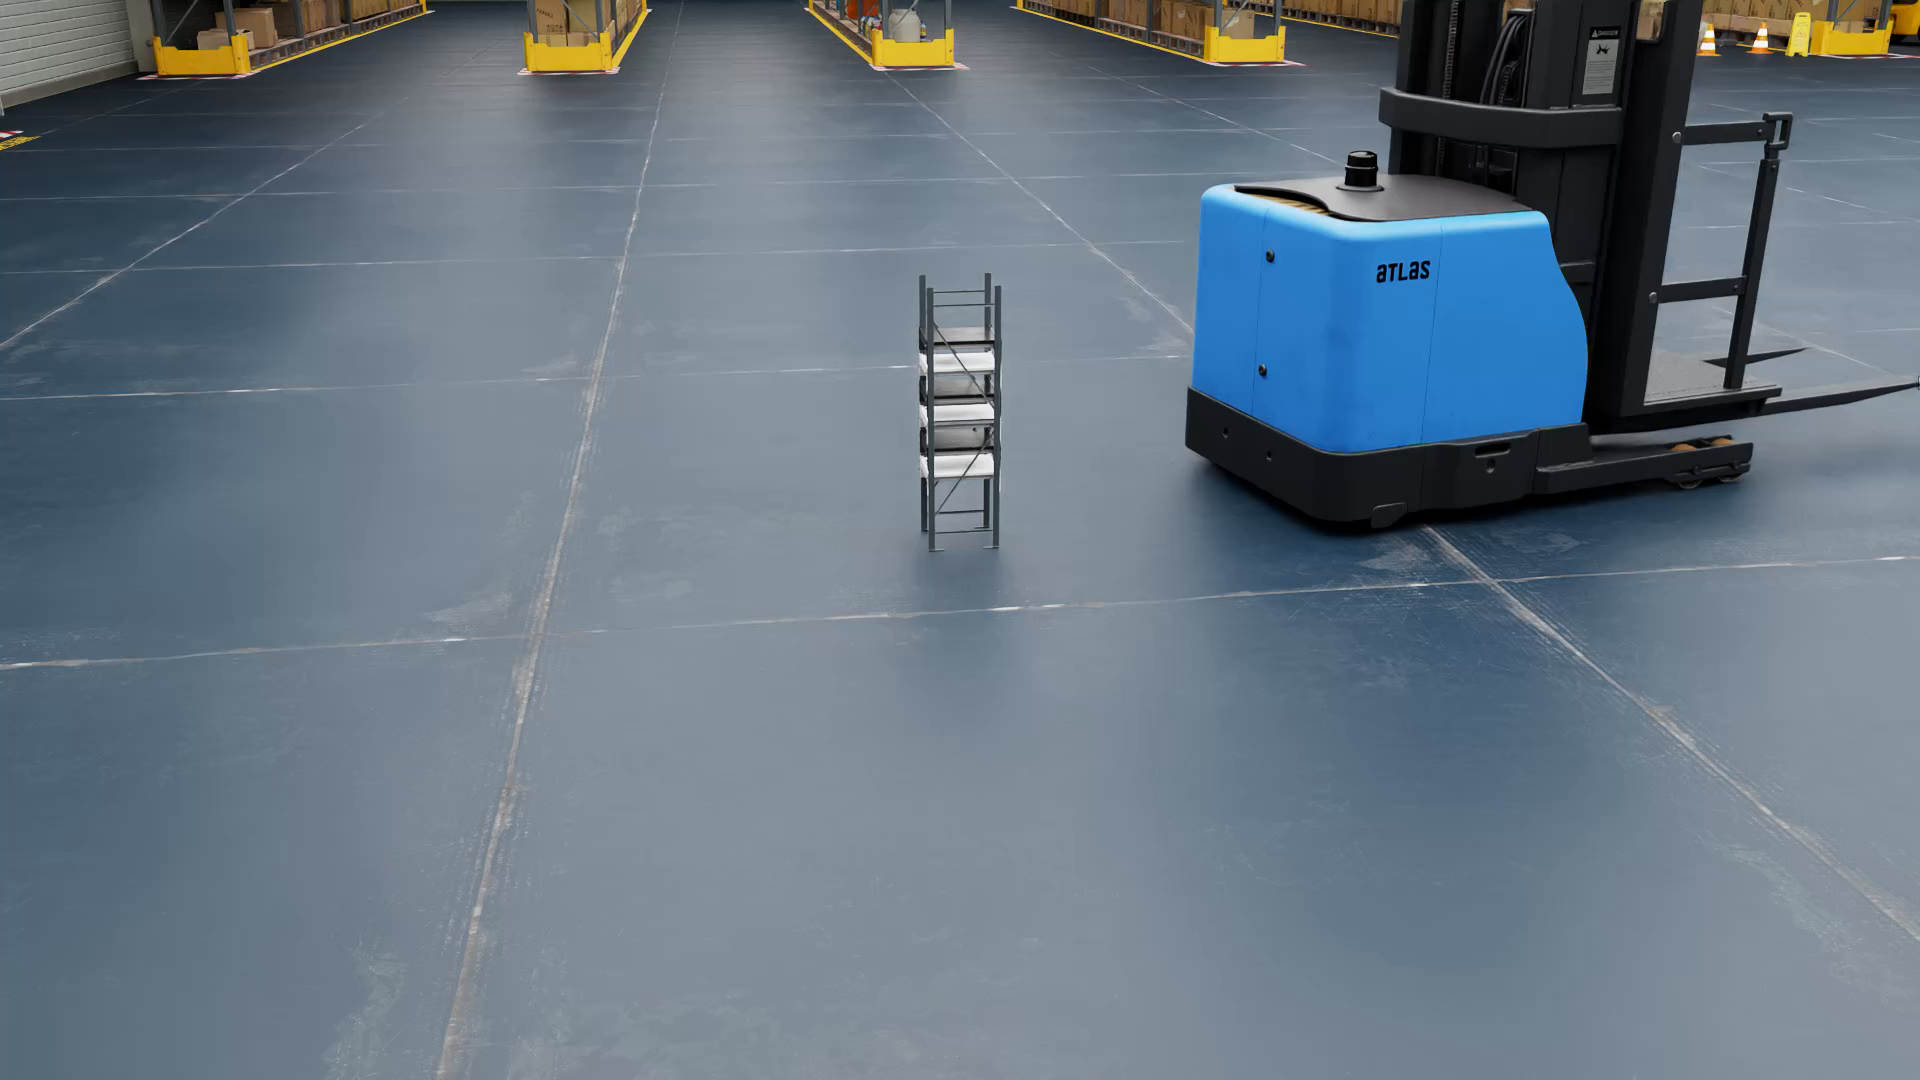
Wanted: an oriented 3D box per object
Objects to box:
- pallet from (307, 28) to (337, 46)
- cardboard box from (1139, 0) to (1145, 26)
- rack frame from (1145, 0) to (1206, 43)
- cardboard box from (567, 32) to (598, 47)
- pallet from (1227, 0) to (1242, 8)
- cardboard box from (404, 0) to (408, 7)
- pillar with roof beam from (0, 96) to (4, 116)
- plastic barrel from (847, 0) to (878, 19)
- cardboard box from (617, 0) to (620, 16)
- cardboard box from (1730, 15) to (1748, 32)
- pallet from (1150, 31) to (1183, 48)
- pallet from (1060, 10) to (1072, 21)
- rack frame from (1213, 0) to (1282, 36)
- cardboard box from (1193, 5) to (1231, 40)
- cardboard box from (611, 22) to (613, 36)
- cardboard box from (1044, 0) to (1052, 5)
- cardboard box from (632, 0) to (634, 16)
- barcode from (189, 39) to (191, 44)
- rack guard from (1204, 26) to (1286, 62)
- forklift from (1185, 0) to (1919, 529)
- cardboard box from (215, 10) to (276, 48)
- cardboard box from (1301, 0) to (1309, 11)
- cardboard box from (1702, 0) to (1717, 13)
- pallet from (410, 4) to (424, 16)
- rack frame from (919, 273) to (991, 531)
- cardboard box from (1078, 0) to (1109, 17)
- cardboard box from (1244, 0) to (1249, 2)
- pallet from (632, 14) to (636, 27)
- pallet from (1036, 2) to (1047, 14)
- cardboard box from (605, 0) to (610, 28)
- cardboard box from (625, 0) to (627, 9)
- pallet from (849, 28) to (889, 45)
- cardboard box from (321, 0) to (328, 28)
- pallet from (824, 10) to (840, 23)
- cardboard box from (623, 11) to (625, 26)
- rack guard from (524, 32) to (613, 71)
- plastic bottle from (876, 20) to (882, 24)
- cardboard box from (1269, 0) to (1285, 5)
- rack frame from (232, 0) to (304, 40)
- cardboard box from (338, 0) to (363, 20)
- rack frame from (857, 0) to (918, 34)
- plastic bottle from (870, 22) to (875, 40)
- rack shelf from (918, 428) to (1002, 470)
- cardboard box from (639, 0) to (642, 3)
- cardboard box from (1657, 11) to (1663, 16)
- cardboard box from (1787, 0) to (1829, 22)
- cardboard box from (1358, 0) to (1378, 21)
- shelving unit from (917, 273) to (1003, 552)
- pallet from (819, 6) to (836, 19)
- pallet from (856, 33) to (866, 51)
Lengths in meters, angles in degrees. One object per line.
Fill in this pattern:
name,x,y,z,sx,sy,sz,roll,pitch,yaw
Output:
pallet,-11.302,-8.603,28.450,1.003,0.211,1.213,-3,21,-8
cardboard box,3.578,-9.381,29.491,0.700,0.500,0.500,-3,21,-8
rack frame,3.696,-9.966,28.113,1.000,3.000,0.127,-3,21,-8
cardboard box,-5.388,-7.189,24.006,0.500,0.250,0.500,-3,21,-8
pallet,6.982,-12.721,39.473,1.003,0.211,1.213,-3,21,-8
cardboard box,-12.394,-11.813,36.029,0.700,0.500,0.500,-4,21,-10
pillar with roof beam,-6.264,-8.981,16.900,9.100,9.000,0.400,-3,21,-8
plastic barrel,-1.870,-10.450,31.910,0.600,0.830,0.708,-3,21,-8
cardboard box,-5.988,-8.969,27.970,0.500,0.311,0.500,-3,21,-8
cardboard box,13.487,-8.789,28.291,0.500,0.250,0.500,-3,21,-8
pallet,3.827,-8.429,27.983,1.003,0.211,1.213,-3,21,-8
pallet,2.728,-11.167,35.312,1.003,0.211,1.213,-3,21,-8
rack frame,4.272,-8.582,24.405,1.000,3.000,0.127,-3,21,-8
cardboard box,4.007,-8.247,26.483,0.500,0.500,0.500,-1,21,-3
cardboard box,-5.762,-8.054,26.322,0.500,0.250,0.500,-3,21,-8
cardboard box,2.397,-12.482,37.285,0.875,0.875,0.875,-3,21,-8
cardboard box,-6.696,-10.595,32.741,0.500,0.500,0.500,-4,21,-10
barcode,-10.842,-7.013,23.407,0.001,0.075,0.075,-3,21,-8
rack guard,4.261,-7.437,24.913,1.175,0.500,0.348,-3,21,-8
forklift,2.448,-1.726,6.147,3.031,2.935,1.130,-8,22,-21
cardboard box,-10.582,-7.565,24.628,0.700,0.500,0.500,-4,21,-11
cardboard box,7.476,-11.344,34.775,0.500,0.500,0.500,-3,21,-7
cardboard box,13.320,-9.508,29.145,0.500,0.500,0.500,-2,21,-5
pallet,-12.546,-11.792,36.988,1.003,0.211,1.213,-3,21,-8
rack frame,-0.016,-0.460,5.660,0.240,0.900,0.006,-3,21,-8
cardboard box,3.040,-10.793,32.762,1.225,0.875,0.875,-4,21,-10
cardboard box,6.818,-12.560,38.531,0.380,0.149,0.250,-4,21,-10
pallet,-6.927,-10.229,32.801,1.003,0.211,1.213,-3,21,-8
pallet,2.331,-12.120,37.866,1.003,0.211,1.213,-3,21,-8
cardboard box,-5.602,-8.059,25.266,0.500,0.500,0.500,-3,21,-8
cardboard box,-6.365,-9.855,30.344,0.500,0.311,0.500,-2,21,-6
pallet,-1.357,-8.680,28.655,1.003,0.211,1.213,-3,21,-8
cardboard box,-11.471,-9.206,29.021,0.700,0.500,0.500,-3,21,-8
pallet,-2.289,-10.911,34.628,1.003,0.211,1.213,-3,21,-8
cardboard box,-6.220,-9.239,29.496,0.500,0.250,0.500,-2,21,-7
rack guard,-5.528,-6.904,23.486,1.175,0.500,0.348,-3,21,-8
plastic bottle,-1.268,-8.150,26.514,0.152,0.276,0.135,-3,21,-8
cardboard box,7.072,-11.931,36.848,0.380,0.149,0.250,-3,21,-7
rack frame,-11.009,-9.217,26.107,1.000,3.000,0.127,-3,21,-8
cardboard box,-11.562,-10.053,30.817,0.750,0.750,0.750,-3,21,-8
rack frame,-1.206,-9.717,27.445,1.000,3.000,0.127,-3,21,-8
plastic bottle,-1.362,-7.919,25.884,0.061,0.283,0.133,-2,21,-6
rack shelf,-0.001,-0.309,5.609,0.258,0.077,0.200,-3,21,-8
cardboard box,-7.515,-12.482,37.793,0.500,0.500,0.500,-3,21,-8
cardboard box,12.310,-8.857,28.711,0.500,0.500,0.500,12,24,29
cardboard box,13.705,-8.605,26.727,0.500,0.500,0.500,-3,21,-7
cardboard box,8.170,-10.191,31.331,1.050,0.750,0.750,-3,21,-7
shelving unit,-0.001,-0.424,5.566,0.258,0.900,0.210,-3,21,-8
pallet,-2.503,-11.433,36.025,1.003,0.211,1.213,-3,21,-8
pallet,-1.150,-8.176,27.304,1.003,0.211,1.213,-3,21,-8
